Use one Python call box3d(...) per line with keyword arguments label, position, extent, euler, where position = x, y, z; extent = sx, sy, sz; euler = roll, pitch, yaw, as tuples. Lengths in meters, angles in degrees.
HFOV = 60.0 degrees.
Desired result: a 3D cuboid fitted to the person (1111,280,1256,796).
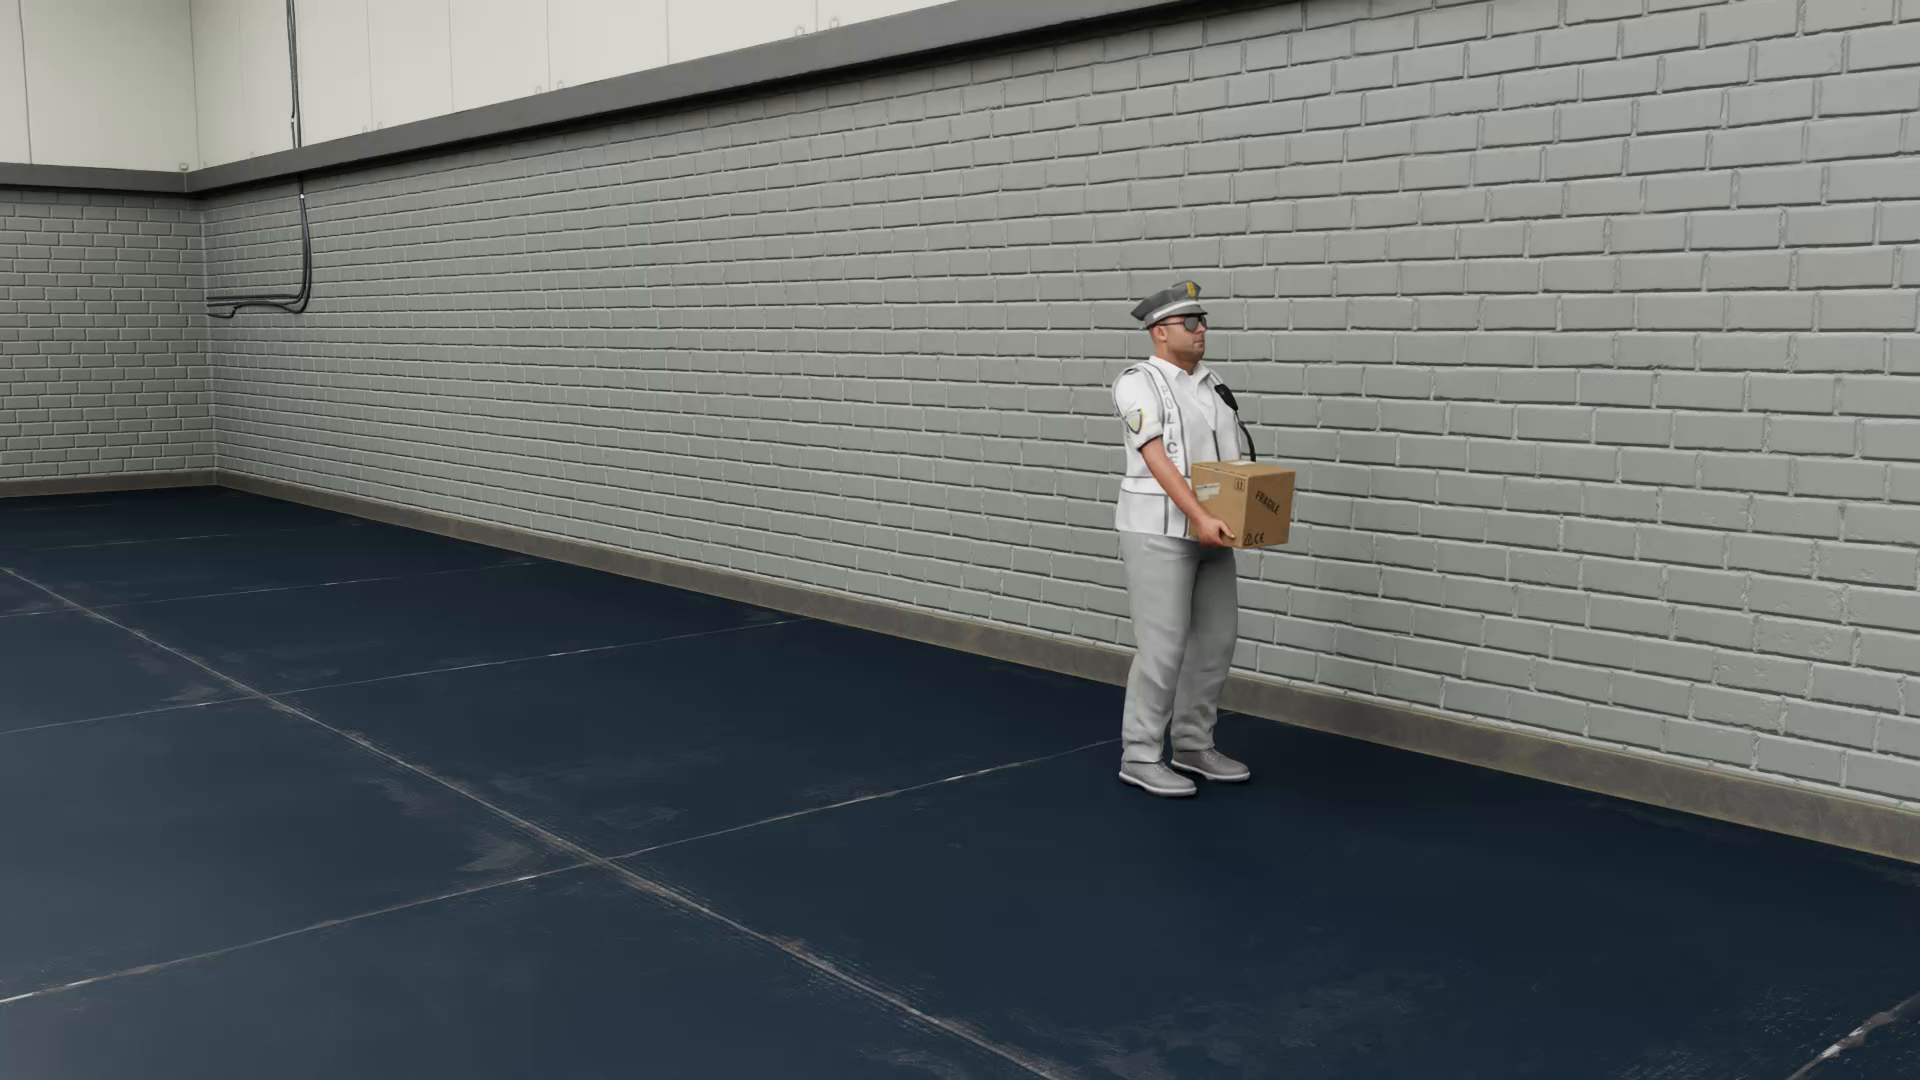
box3d(label="person", position=(0.832, -0.013, 5.796), extent=(0.493, 1.763, 0.566), euler=(-6, 10, -41))
